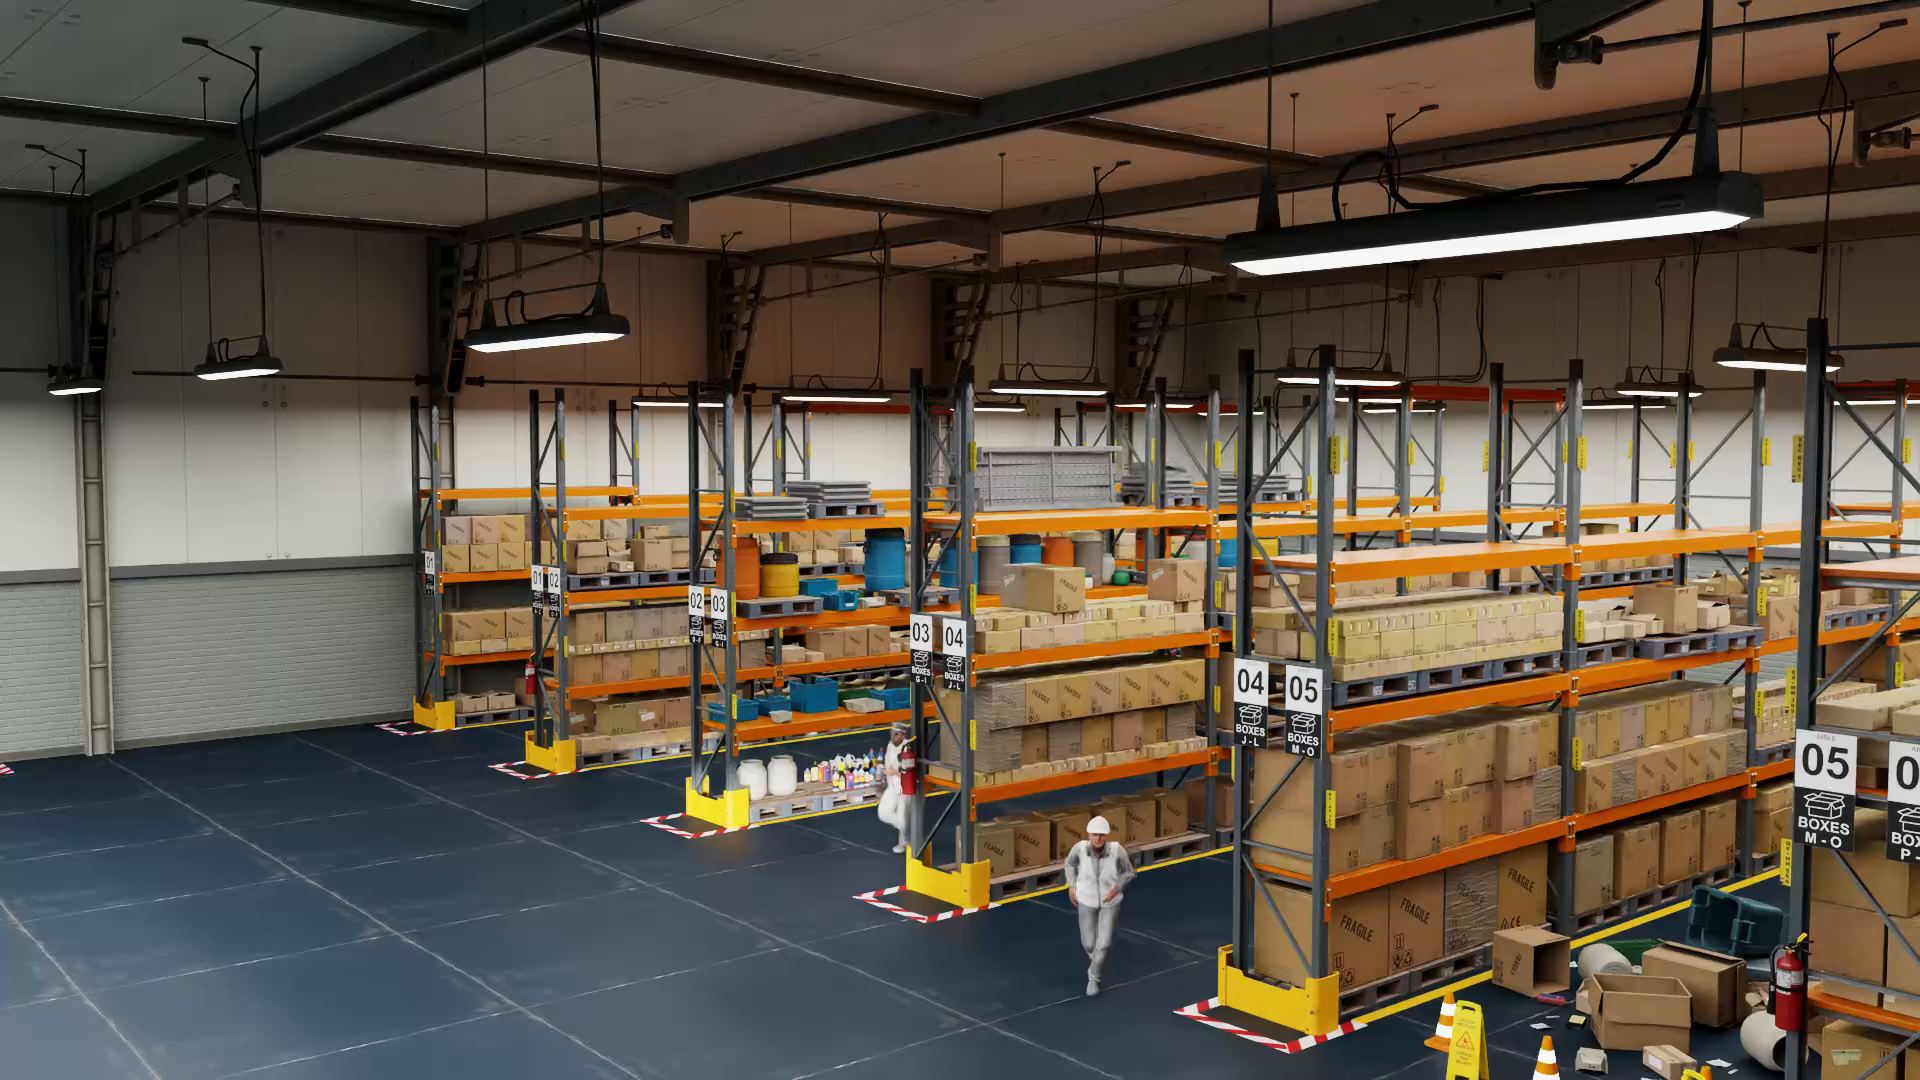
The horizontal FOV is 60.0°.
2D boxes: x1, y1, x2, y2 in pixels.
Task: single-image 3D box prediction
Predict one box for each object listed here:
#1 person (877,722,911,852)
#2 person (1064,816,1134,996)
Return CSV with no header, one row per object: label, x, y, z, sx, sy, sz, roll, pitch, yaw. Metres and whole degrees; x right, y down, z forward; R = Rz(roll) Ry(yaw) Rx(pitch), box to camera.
person,-0.711,3.091,20.805,0.629,1.701,0.631,3,4,40
person,1.310,3.407,15.694,0.653,1.711,0.805,0,3,3
